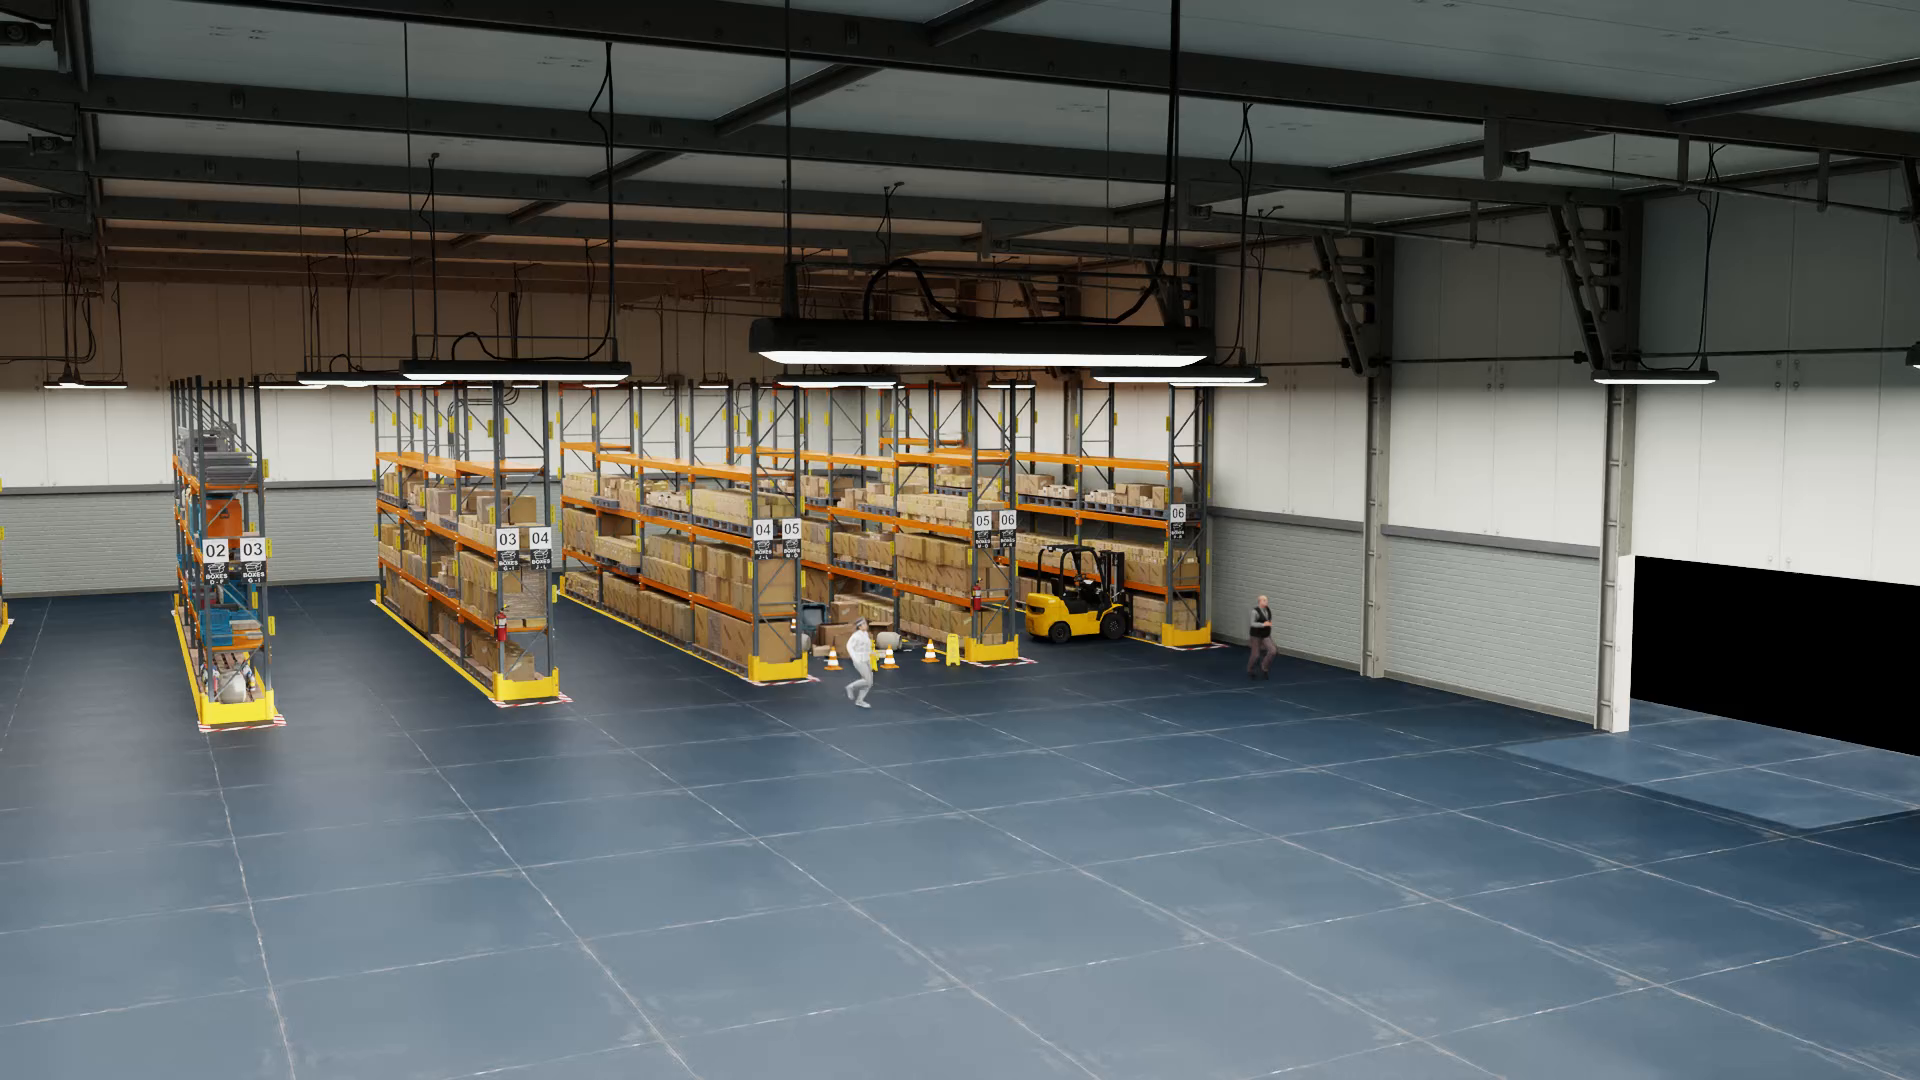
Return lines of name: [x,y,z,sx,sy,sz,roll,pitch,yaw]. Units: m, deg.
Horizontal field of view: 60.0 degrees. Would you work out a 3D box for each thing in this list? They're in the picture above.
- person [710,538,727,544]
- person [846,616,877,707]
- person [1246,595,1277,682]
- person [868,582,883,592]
person: [-7.314,0.329,50.868,0.905,1.804,0.695,-1,5,-13]
person: [-1.786,2.214,30.278,0.523,1.652,0.668,2,6,23]
person: [5.961,1.938,32.956,0.675,1.717,0.810,-3,6,-31]
person: [-2.326,0.646,45.015,0.546,1.576,0.616,-4,6,-38]
